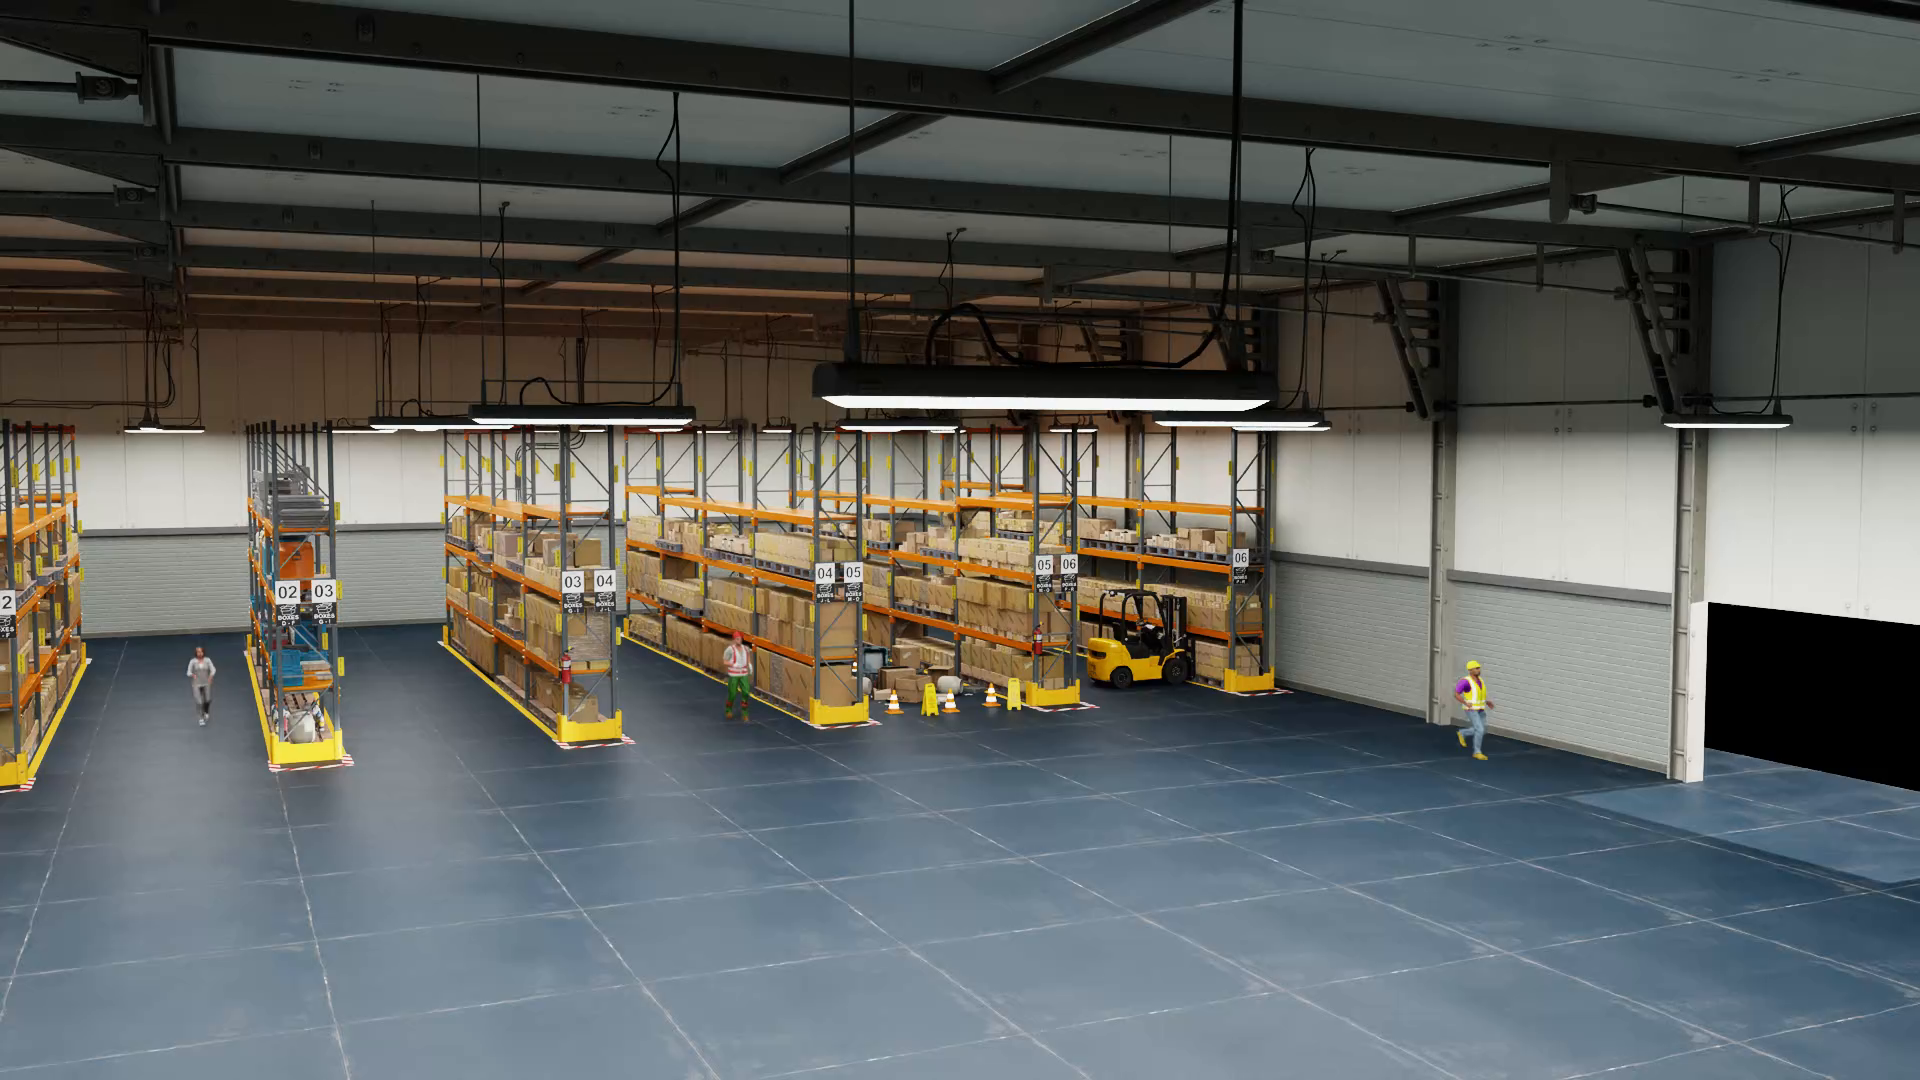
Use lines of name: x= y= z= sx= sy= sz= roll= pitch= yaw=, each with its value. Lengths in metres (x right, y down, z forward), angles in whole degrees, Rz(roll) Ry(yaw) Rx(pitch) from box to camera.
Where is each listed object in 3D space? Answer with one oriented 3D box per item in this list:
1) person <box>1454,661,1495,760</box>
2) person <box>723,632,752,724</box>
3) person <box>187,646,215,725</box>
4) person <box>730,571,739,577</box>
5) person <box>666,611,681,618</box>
person: x=9.115 y=3.015 z=29.627 sx=0.701 sy=1.737 sz=0.722 roll=-3 pitch=4 yaw=-35
person: x=-4.446 y=2.757 z=33.298 sx=0.686 sy=1.863 sz=0.781 roll=-2 pitch=4 yaw=-33
person: x=-14.951 y=2.882 z=32.797 sx=0.524 sy=1.558 sz=0.537 roll=-2 pitch=4 yaw=-28
person: x=-6.869 y=1.692 z=50.330 sx=0.747 sy=1.823 sz=0.659 roll=-2 pitch=4 yaw=-29
person: x=-8.466 y=1.813 z=49.332 sx=0.666 sy=1.651 sz=0.619 roll=-2 pitch=4 yaw=-26
